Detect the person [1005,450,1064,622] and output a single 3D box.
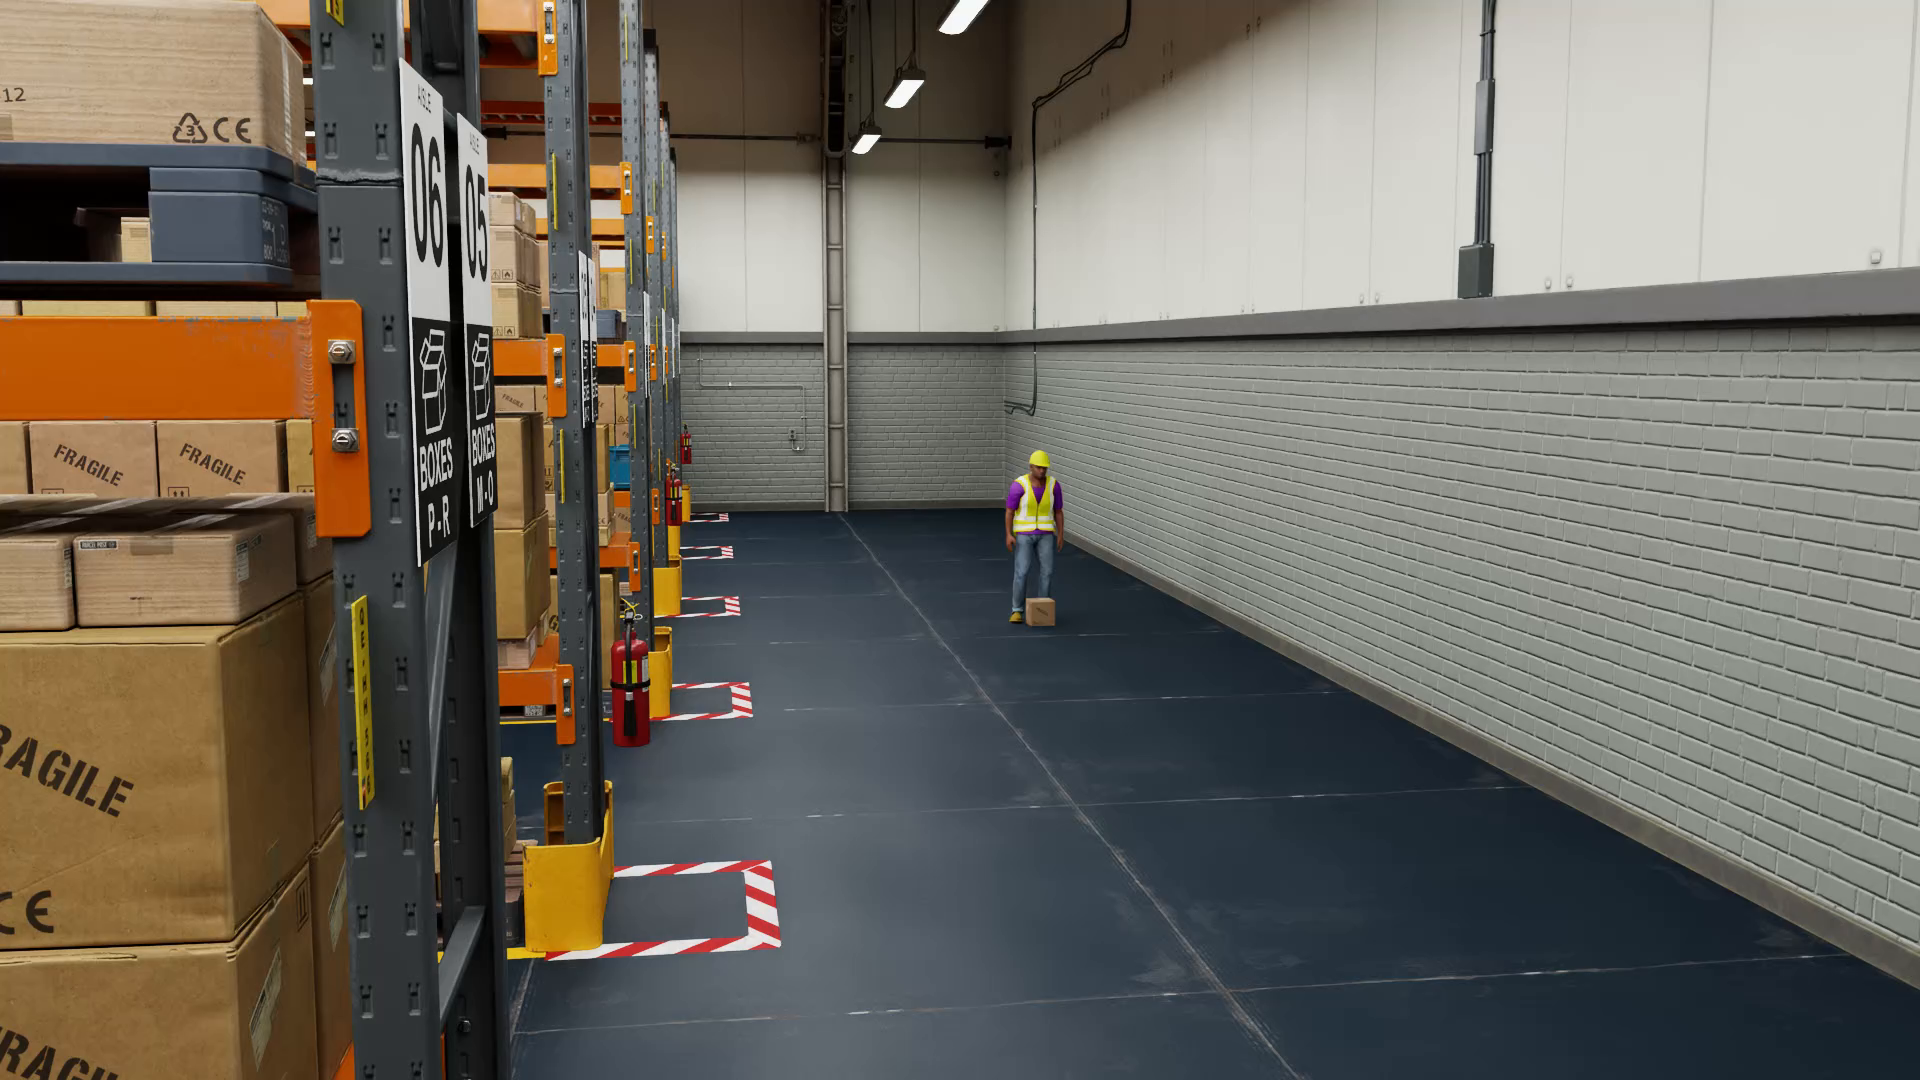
[{"bbox_3d":[0.772,-0.042,17.009,0.624,1.759,0.463,-1,7,-11],"label":"person"}]
